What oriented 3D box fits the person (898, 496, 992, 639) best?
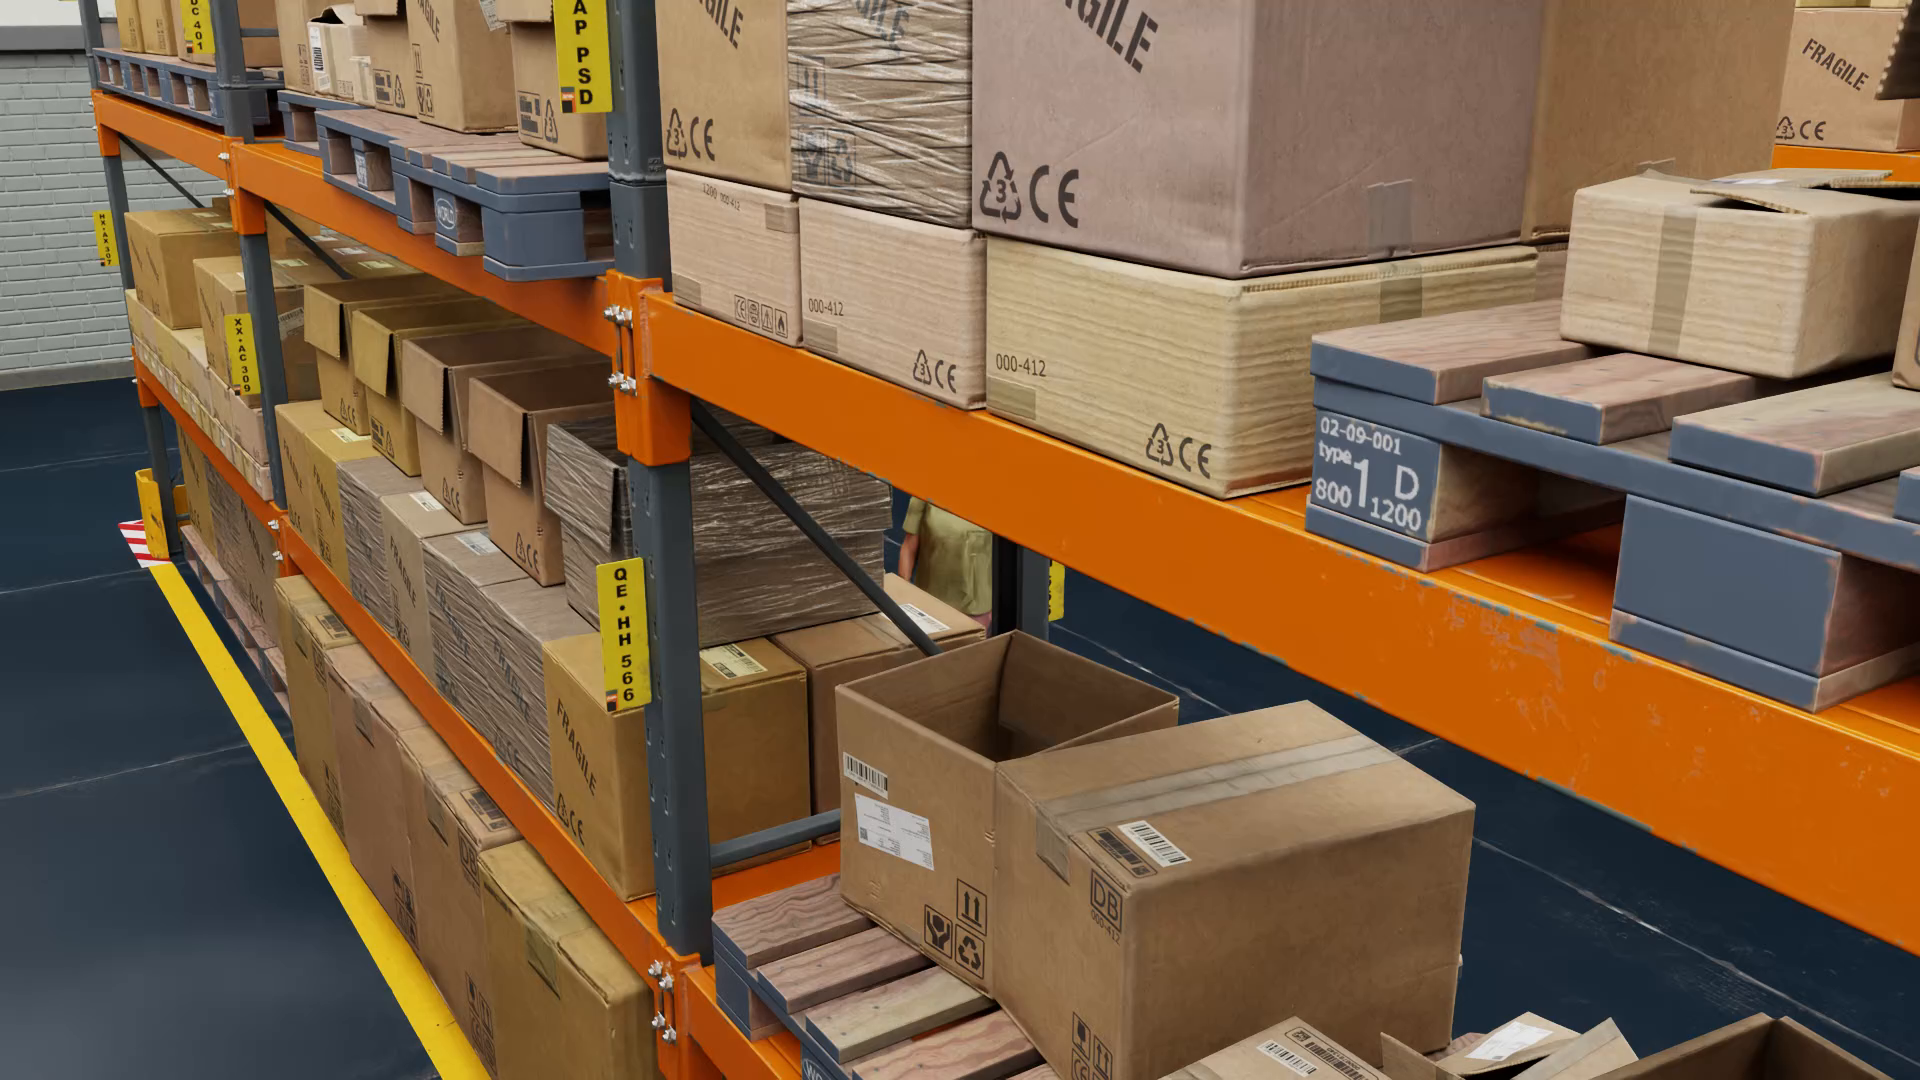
[{"bbox_3d":[-0.032,0.284,7.166,0.488,1.658,0.678,0,18,-1],"label":"person"}]
